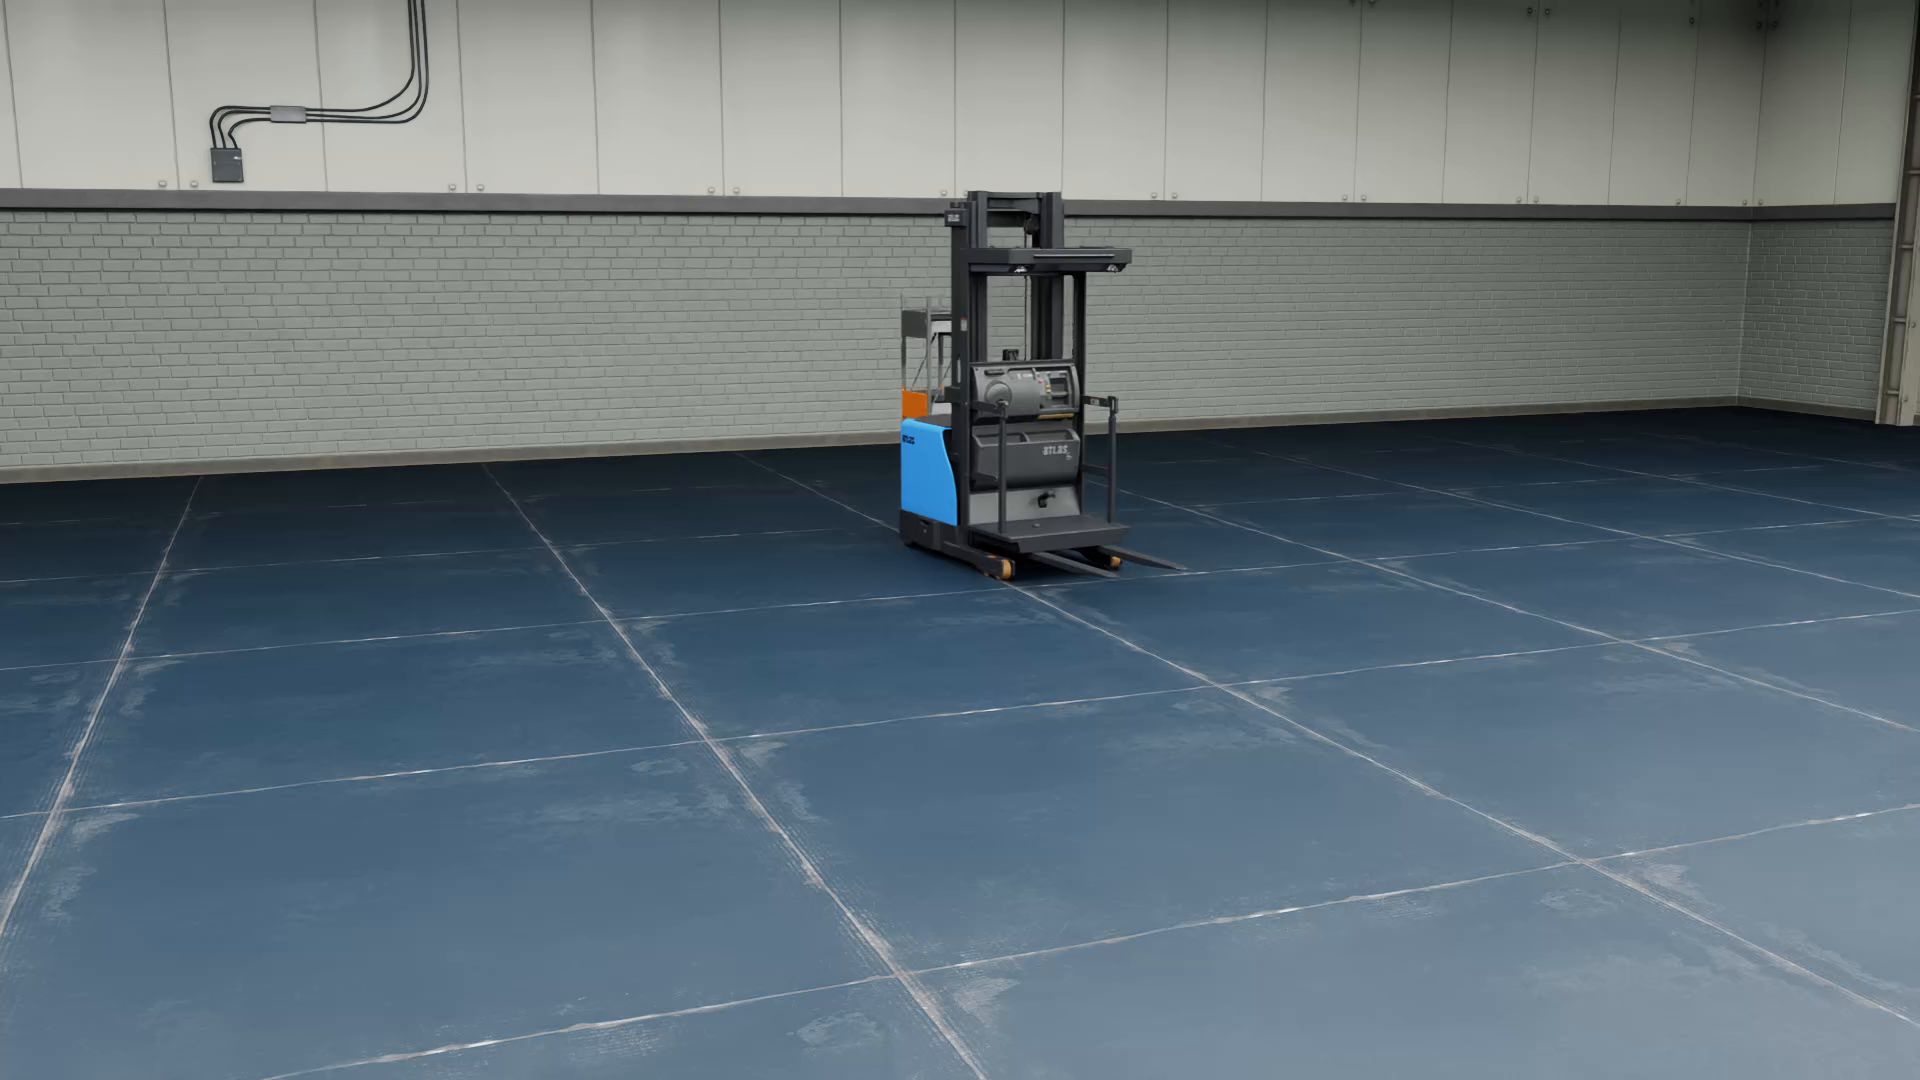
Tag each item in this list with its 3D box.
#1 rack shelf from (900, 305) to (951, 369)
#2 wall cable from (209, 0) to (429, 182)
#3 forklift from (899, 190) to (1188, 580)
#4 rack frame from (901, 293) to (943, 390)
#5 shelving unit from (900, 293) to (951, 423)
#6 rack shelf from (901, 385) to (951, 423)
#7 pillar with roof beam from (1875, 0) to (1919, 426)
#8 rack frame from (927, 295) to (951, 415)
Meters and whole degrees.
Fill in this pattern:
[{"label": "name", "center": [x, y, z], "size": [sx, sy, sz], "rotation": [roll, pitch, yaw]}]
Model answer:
[{"label": "rack shelf", "center": [-0.218, -1.763, 14.419], "size": [0.431, 0.518, 0.480], "rotation": [-5, 11, -28]}, {"label": "wall cable", "center": [-7.025, -6.920, 17.915], "size": [2.305, 6.003, 0.169], "rotation": [-4, 11, -21]}, {"label": "forklift", "center": [0.629, -1.223, 12.925], "size": [1.130, 2.935, 3.031], "rotation": [-5, 11, -28]}, {"label": "rack frame", "center": [-0.335, -1.125, 14.751], "size": [0.400, 2.100, 0.015], "rotation": [-5, 11, -28]}, {"label": "shelving unit", "center": [-0.218, -1.088, 14.540], "size": [0.431, 2.100, 0.503], "rotation": [-5, 11, -28]}, {"label": "rack shelf", "center": [-0.218, -1.074, 14.542], "size": [0.431, 0.518, 0.480], "rotation": [-5, 11, -28]}, {"label": "pillar with roof beam", "center": [9.303, -5.806, 21.367], "size": [9.100, 9.000, 0.400], "rotation": [-4, 11, -21]}, {"label": "rack frame", "center": [-0.102, -1.050, 14.328], "size": [0.400, 2.100, 0.015], "rotation": [-5, 11, -28]}]
